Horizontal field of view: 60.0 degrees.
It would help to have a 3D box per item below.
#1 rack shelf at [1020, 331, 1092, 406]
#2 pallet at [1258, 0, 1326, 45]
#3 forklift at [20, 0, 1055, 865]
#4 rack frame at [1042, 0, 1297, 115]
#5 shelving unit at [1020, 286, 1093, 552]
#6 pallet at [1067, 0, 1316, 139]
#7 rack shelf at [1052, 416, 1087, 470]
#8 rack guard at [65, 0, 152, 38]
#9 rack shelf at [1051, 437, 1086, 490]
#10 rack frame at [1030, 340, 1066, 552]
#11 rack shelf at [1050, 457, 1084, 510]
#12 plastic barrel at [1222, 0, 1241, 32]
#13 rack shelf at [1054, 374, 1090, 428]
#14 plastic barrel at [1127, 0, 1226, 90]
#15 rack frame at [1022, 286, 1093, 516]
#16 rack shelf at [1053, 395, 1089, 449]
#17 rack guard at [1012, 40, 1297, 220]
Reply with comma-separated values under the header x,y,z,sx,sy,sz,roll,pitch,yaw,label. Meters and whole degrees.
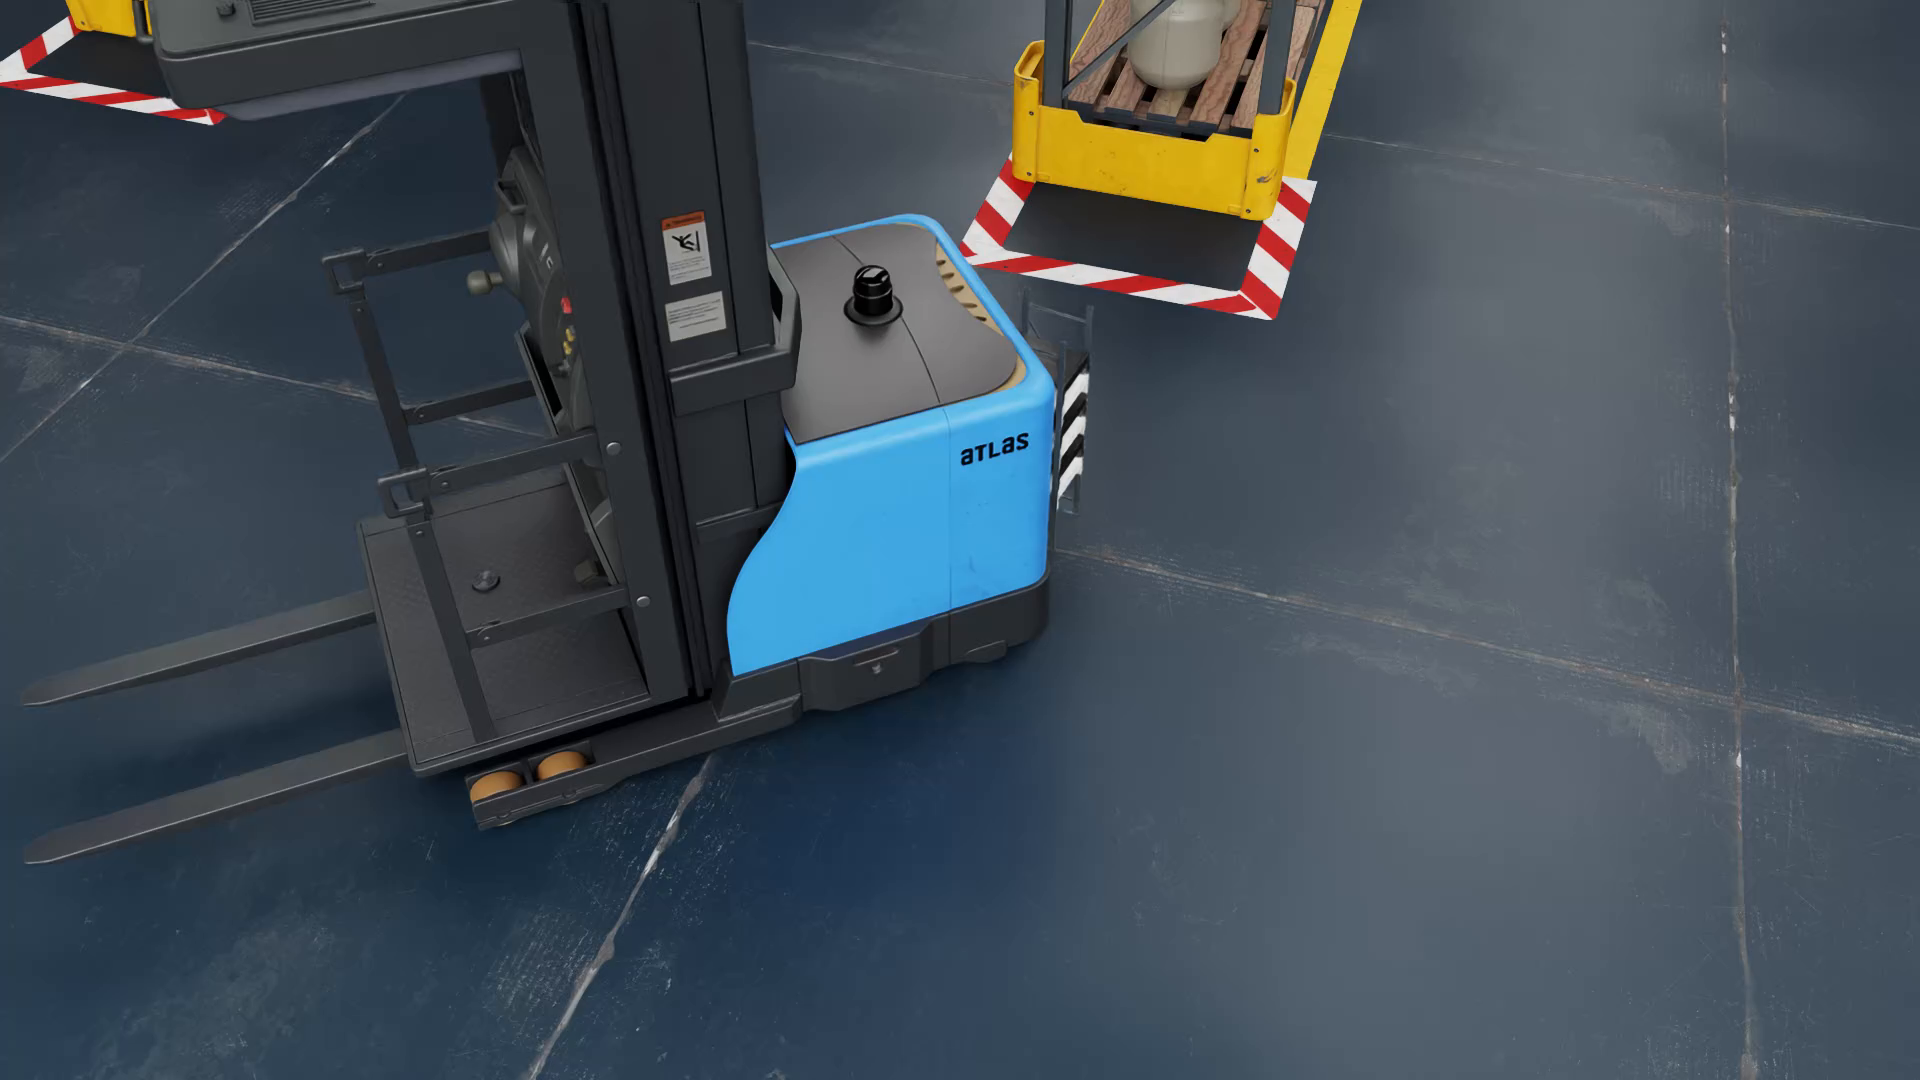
x,y,z,sx,sy,sz,roll,pitch,yaw,label
0.263,-0.552,5.332,0.258,0.077,0.200,20,48,19,rack shelf
1.446,-3.027,8.693,1.003,0.211,1.213,13,46,13,pallet
-1.282,-0.630,4.298,3.031,2.935,1.130,-16,47,-16,forklift
0.845,-2.613,6.275,1.000,3.000,0.127,13,46,13,rack frame
0.263,-0.382,5.497,0.258,0.900,0.210,20,48,19,shelving unit
1.074,-2.217,7.865,1.003,0.211,1.213,13,46,13,pallet
0.263,-0.359,5.521,0.258,0.077,0.200,20,48,19,rack shelf
-3.882,-2.755,8.208,1.175,0.500,0.348,13,46,13,rack guard
0.263,-0.294,5.584,0.258,0.077,0.200,20,48,19,rack shelf
0.217,-0.319,5.433,0.240,0.900,0.006,20,48,19,rack frame
0.263,-0.230,5.647,0.258,0.077,0.200,20,48,19,rack shelf
1.123,-2.662,7.805,0.421,0.512,0.421,0,44,0,plastic barrel
0.263,-0.487,5.395,0.258,0.077,0.200,20,48,19,rack shelf
0.972,-2.328,7.463,0.421,0.512,0.421,0,44,0,plastic barrel
0.309,-0.446,5.562,0.240,0.900,0.006,20,48,19,rack frame
0.263,-0.423,5.458,0.258,0.077,0.200,20,48,19,rack shelf
0.823,-1.780,7.211,1.175,0.500,0.348,13,46,13,rack guard
